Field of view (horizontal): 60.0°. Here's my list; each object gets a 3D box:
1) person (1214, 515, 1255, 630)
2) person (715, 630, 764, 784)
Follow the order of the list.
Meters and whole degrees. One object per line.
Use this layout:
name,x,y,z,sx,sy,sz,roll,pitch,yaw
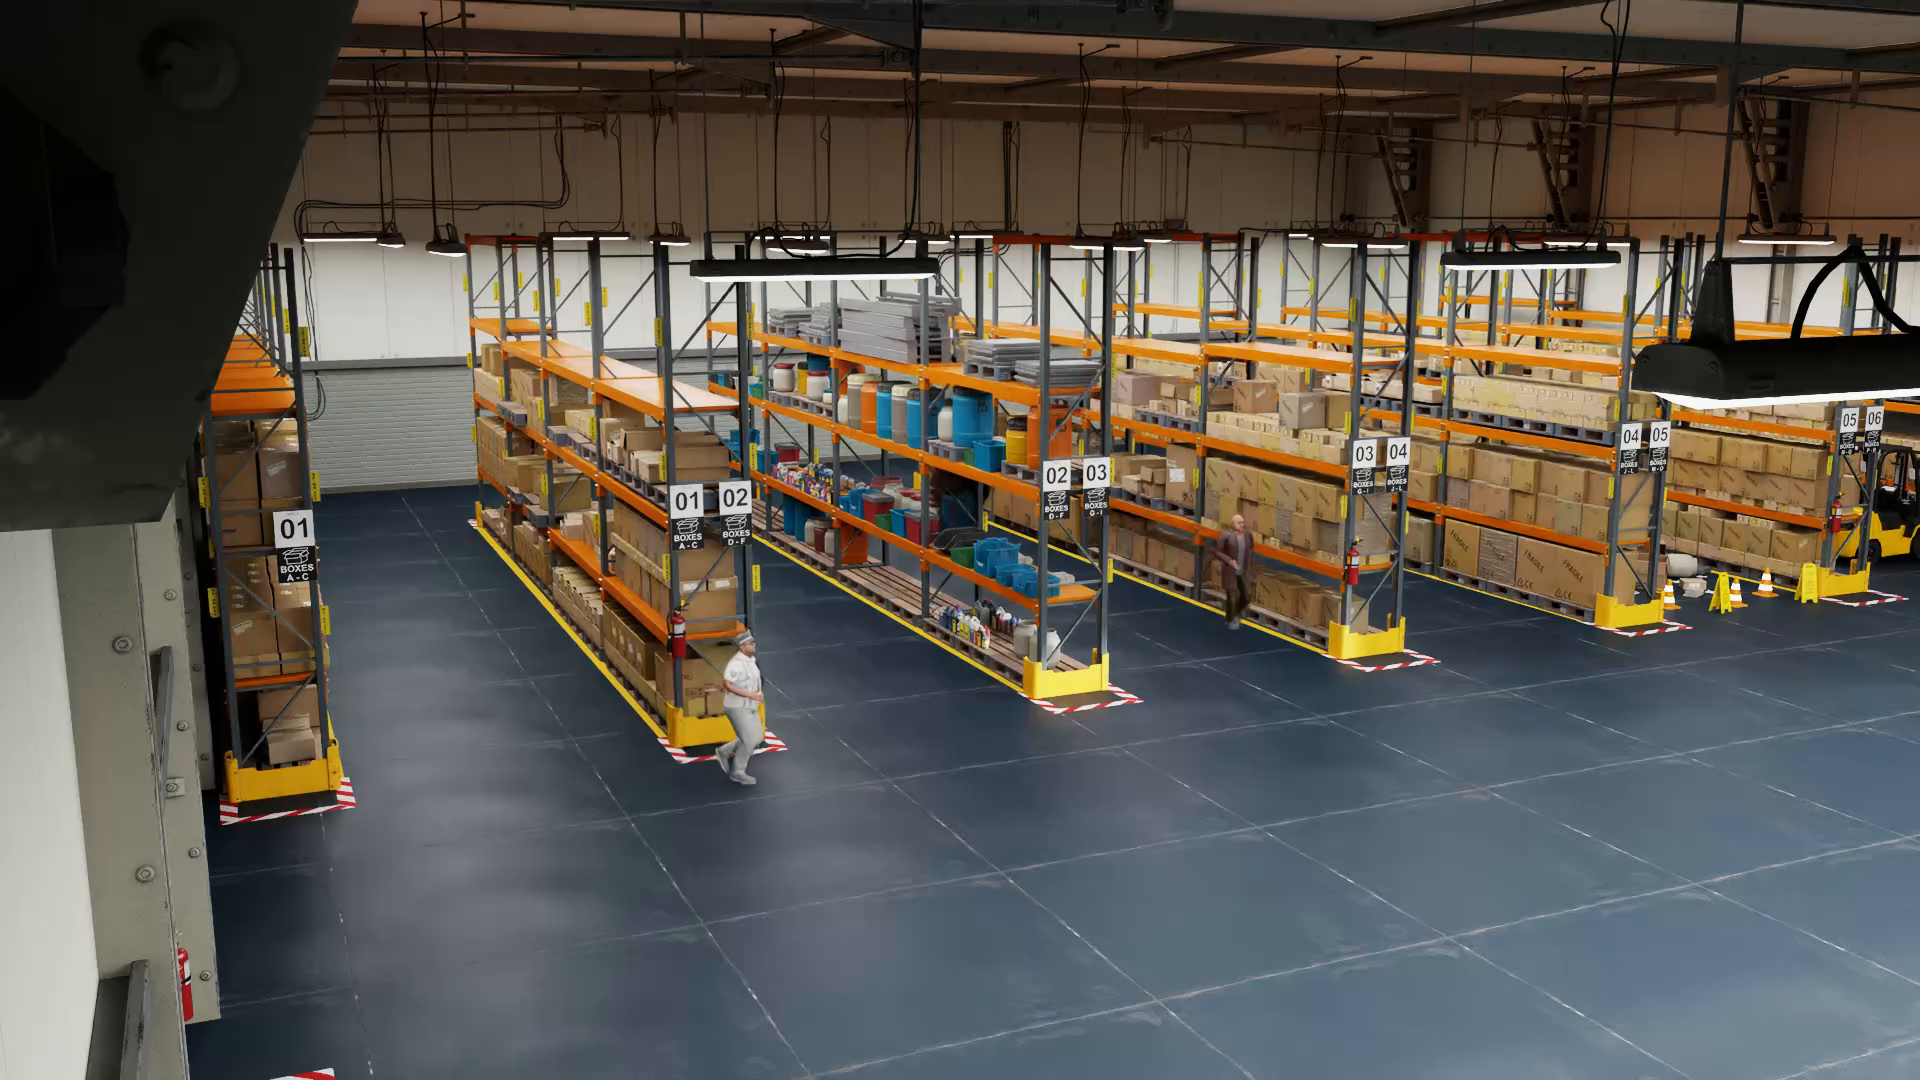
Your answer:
person,4.101,0.486,24.564,0.715,1.738,0.655,-3,11,-16
person,-2.474,1.877,18.976,0.633,1.733,0.691,3,11,15
